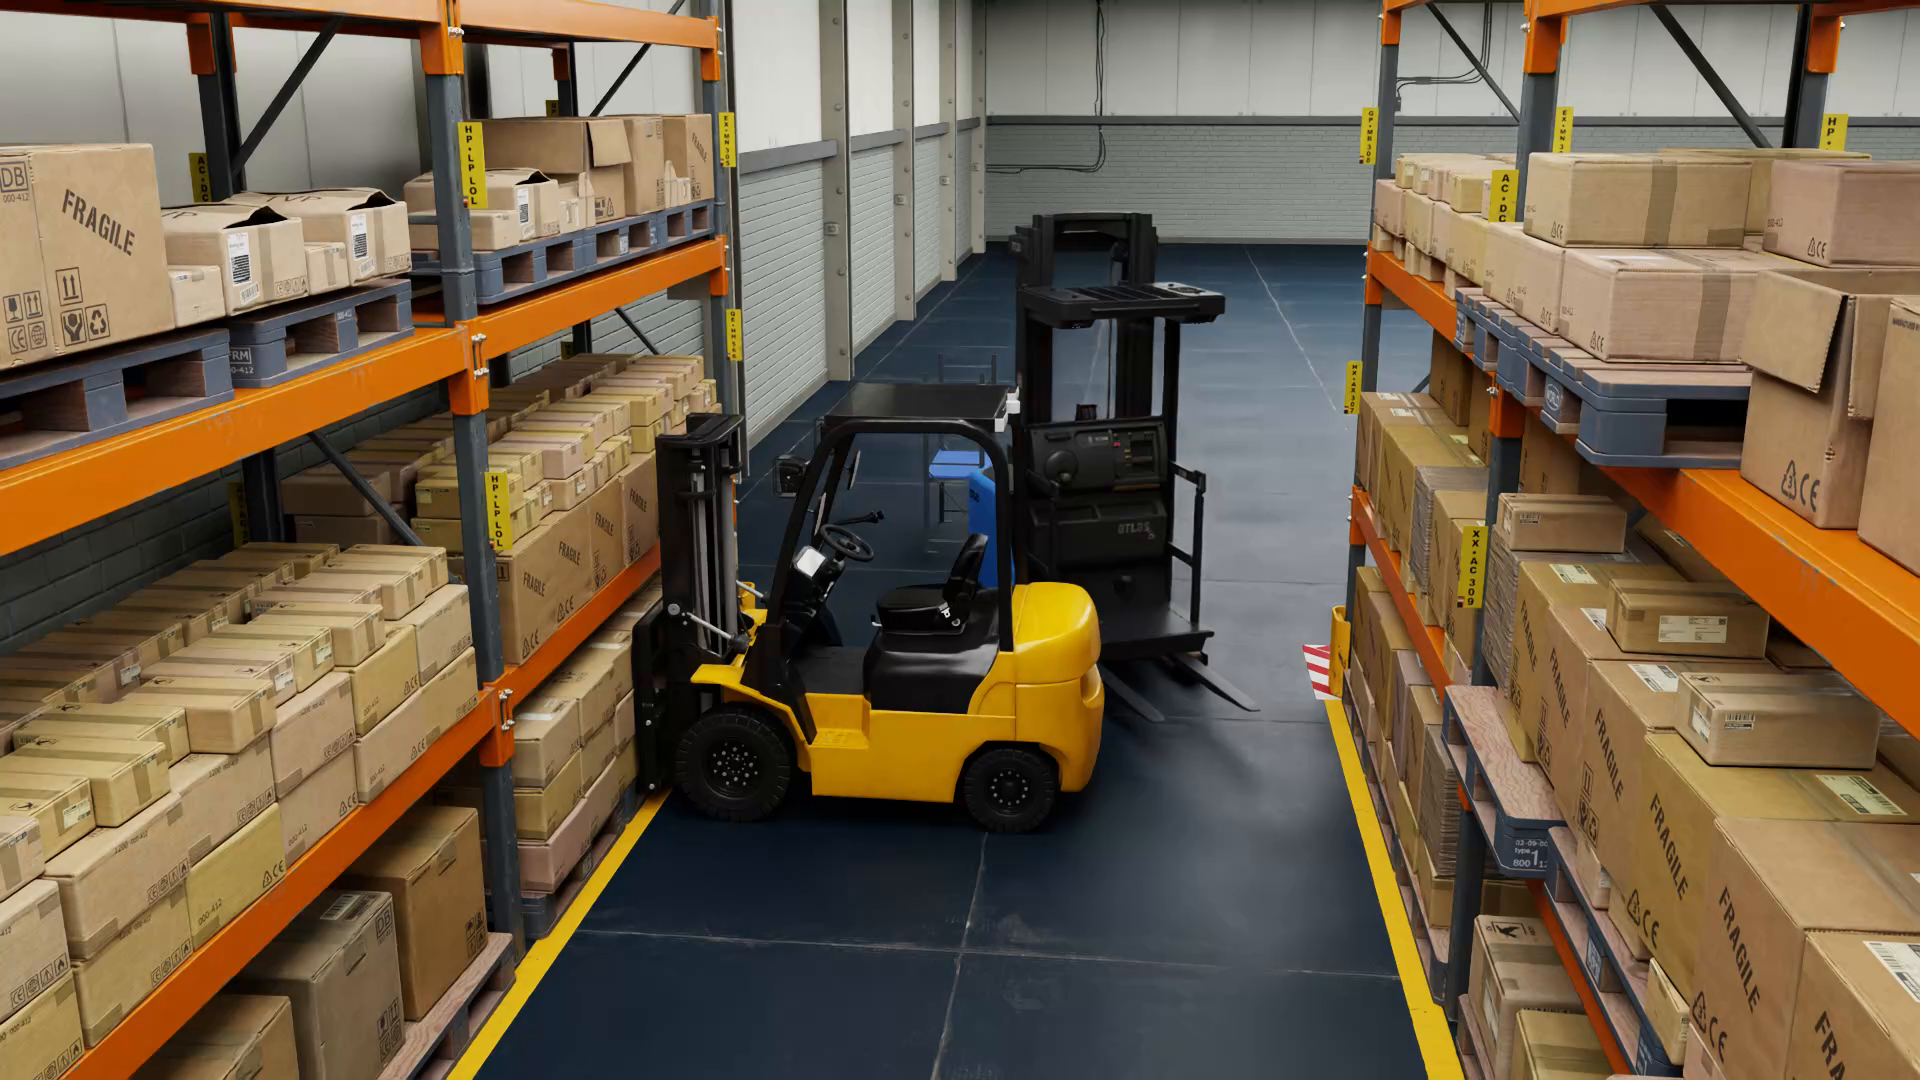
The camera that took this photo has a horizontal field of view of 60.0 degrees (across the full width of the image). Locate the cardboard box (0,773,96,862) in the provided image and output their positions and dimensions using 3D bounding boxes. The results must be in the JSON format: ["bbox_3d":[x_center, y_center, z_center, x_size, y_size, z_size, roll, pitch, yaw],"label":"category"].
[{"bbox_3d":[-2.500,0.722,4.312,0.380,0.149,0.250,2,15,7],"label":"cardboard box"}]

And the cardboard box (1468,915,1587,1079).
[{"bbox_3d":[2.451,1.738,6.219,0.950,0.372,0.625,2,15,7],"label":"cardboard box"}]

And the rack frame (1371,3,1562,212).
[{"bbox_3d":[2.959,-3.398,9.487,1.000,3.000,0.127,2,15,6],"label":"rack frame"}]

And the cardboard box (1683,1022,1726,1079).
[{"bbox_3d":[1.838,1.197,3.667,0.380,0.149,0.250,1,15,4],"label":"cardboard box"}]

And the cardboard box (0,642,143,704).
[{"bbox_3d":[-2.874,0.443,5.342,0.380,0.149,0.250,2,15,6],"label":"cardboard box"}]

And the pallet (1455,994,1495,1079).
[{"bbox_3d":[2.421,2.084,6.051,1.003,0.211,1.213,2,15,6],"label":"pallet"}]

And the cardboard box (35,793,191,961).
[{"bbox_3d":[-2.449,0.886,4.468,0.500,0.250,0.500,1,15,5],"label":"cardboard box"}]

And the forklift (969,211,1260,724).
[{"bbox_3d":[0.974,-0.563,10.629,1.130,2.935,3.031,-5,16,-17],"label":"forklift"}]

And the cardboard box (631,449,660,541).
[{"bbox_3d":[-1.893,-0.293,9.306,0.500,0.500,0.500,1,15,5],"label":"cardboard box"}]

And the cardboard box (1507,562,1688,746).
[{"bbox_3d":[2.114,0.384,5.428,0.500,0.500,0.500,2,15,6],"label":"cardboard box"}]

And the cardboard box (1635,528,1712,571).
[{"bbox_3d":[2.683,0.268,5.859,0.500,0.500,0.500,1,15,5],"label":"cardboard box"}]

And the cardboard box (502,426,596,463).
[{"bbox_3d":[-2.001,-0.457,8.102,0.380,0.149,0.250,1,15,5],"label":"cardboard box"}]

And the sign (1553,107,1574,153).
[{"bbox_3d":[3.508,-2.355,9.684,0.100,0.325,0.005,2,15,6],"label":"sign"}]

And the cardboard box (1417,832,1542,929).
[{"bbox_3d":[2.307,1.499,7.334,0.500,0.250,0.500,2,15,9],"label":"cardboard box"}]

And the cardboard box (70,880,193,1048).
[{"bbox_3d":[-2.471,1.128,4.530,0.500,0.250,0.500,1,15,4],"label":"cardboard box"}]

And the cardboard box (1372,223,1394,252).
[{"bbox_3d":[2.599,-1.752,9.629,0.380,0.149,0.250,2,15,6],"label":"cardboard box"}]

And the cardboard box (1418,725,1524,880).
[{"bbox_3d":[2.308,1.137,7.237,0.500,0.500,0.500,1,15,5],"label":"cardboard box"}]

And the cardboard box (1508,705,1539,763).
[{"bbox_3d":[2.094,0.653,5.677,0.380,0.149,0.250,2,15,7],"label":"cardboard box"}]

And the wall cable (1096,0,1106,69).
[{"bbox_3d":[4.772,-12.754,40.363,3.097,2.526,0.112,2,15,6],"label":"wall cable"}]

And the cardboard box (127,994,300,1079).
[{"bbox_3d":[-2.651,1.866,5.260,0.875,0.625,0.625,1,15,4],"label":"cardboard box"}]

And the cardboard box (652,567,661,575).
[{"bbox_3d":[-1.767,0.256,10.015,0.500,0.250,0.500,2,15,7],"label":"cardboard box"}]

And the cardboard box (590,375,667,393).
[{"bbox_3d":[-1.906,-0.857,9.580,0.380,0.149,0.250,2,15,7],"label":"cardboard box"}]

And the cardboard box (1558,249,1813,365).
[{"bbox_3d":[1.952,-0.640,4.518,0.500,0.250,0.500,2,15,6],"label":"cardboard box"}]

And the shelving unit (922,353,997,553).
[{"bbox_3d":[0.010,-0.746,14.048,0.538,1.500,1.048,2,15,6],"label":"shelving unit"}]

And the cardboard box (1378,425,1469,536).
[{"bbox_3d":[2.518,-0.312,8.808,0.500,0.500,0.500,1,15,5],"label":"cardboard box"}]

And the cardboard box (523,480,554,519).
[{"bbox_3d":[-2.098,-0.181,7.652,0.380,0.149,0.250,2,15,6],"label":"cardboard box"}]

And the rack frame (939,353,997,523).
[{"bbox_3d":[0.067,-0.878,14.536,0.500,1.500,0.032,2,15,6],"label":"rack frame"}]

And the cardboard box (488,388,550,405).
[{"bbox_3d":[-2.478,-0.737,9.138,0.380,0.149,0.250,1,15,5],"label":"cardboard box"}]

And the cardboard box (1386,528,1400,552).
[{"bbox_3d":[2.520,-0.033,9.020,0.380,0.149,0.250,2,15,8],"label":"cardboard box"}]

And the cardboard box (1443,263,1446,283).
[{"bbox_3d":[2.509,-1.280,7.883,0.380,0.149,0.250,2,15,6],"label":"cardboard box"}]

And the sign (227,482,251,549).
[{"bbox_3d":[-2.977,-0.081,6.907,0.100,0.325,0.005,2,15,6],"label":"sign"}]

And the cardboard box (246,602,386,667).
[{"bbox_3d":[-2.232,0.326,5.776,0.380,0.149,0.250,1,15,5],"label":"cardboard box"}]

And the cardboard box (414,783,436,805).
[{"bbox_3d":[-2.574,1.142,7.699,0.500,0.250,0.500,1,15,5],"label":"cardboard box"}]

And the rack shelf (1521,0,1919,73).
[{"bbox_3d":[2.282,-1.301,3.878,1.077,0.370,4.000,2,15,6],"label":"rack shelf"}]

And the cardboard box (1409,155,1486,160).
[{"bbox_3d":[2.703,-2.061,9.245,0.380,0.149,0.250,2,15,6],"label":"cardboard box"}]

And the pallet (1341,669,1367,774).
[{"bbox_3d":[2.823,1.074,9.786,1.003,0.211,1.213,2,15,6],"label":"pallet"}]

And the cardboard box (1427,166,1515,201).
[{"bbox_3d":[2.406,-1.669,7.796,0.380,0.149,0.250,2,15,7],"label":"cardboard box"}]

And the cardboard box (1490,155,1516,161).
[{"bbox_3d":[3.147,-2.051,9.208,0.380,0.149,0.250,2,15,7],"label":"cardboard box"}]

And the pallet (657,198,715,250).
[{"bbox_3d":[-2.079,-1.870,9.752,1.003,0.211,1.213,2,15,6],"label":"pallet"}]

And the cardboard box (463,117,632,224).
[{"bbox_3d":[-2.100,-1.860,8.355,0.797,0.503,0.637,2,15,8],"label":"cardboard box"}]

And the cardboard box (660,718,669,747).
[{"bbox_3d":[-1.880,1.003,9.171,0.500,0.250,0.500,2,15,8],"label":"cardboard box"}]

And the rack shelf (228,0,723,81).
[{"bbox_3d":[-2.199,-2.484,8.252,1.077,0.370,4.000,2,15,6],"label":"rack shelf"}]

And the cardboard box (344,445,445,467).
[{"bbox_3d":[-2.603,-0.339,7.665,0.380,0.149,0.250,2,15,6],"label":"cardboard box"}]

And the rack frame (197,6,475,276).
[{"bbox_3d":[-2.425,-2.505,6.188,1.000,3.000,0.127,2,15,6],"label":"rack frame"}]

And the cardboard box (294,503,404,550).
[{"bbox_3d":[-2.644,-0.062,7.210,0.380,0.149,0.250,2,15,6],"label":"cardboard box"}]

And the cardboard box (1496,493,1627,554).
[{"bbox_3d":[2.103,-0.060,5.830,0.380,0.149,0.250,2,15,6],"label":"cardboard box"}]

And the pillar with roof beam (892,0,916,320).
[{"bbox_3d":[3.361,-7.930,26.251,9.100,9.000,0.400,2,15,6],"label":"pillar with roof beam"}]

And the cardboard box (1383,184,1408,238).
[{"bbox_3d":[2.571,-1.768,8.924,0.500,0.250,0.500,1,15,5],"label":"cardboard box"}]

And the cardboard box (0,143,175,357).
[{"bbox_3d":[-2.438,-0.764,4.306,0.500,0.500,0.500,2,15,8],"label":"cardboard box"}]

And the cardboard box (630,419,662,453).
[{"bbox_3d":[-1.855,-0.577,9.114,0.380,0.149,0.250,2,15,7],"label":"cardboard box"}]

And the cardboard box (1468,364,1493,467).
[{"bbox_3d":[2.904,-0.646,8.126,0.700,0.500,0.500,2,15,6],"label":"cardboard box"}]
